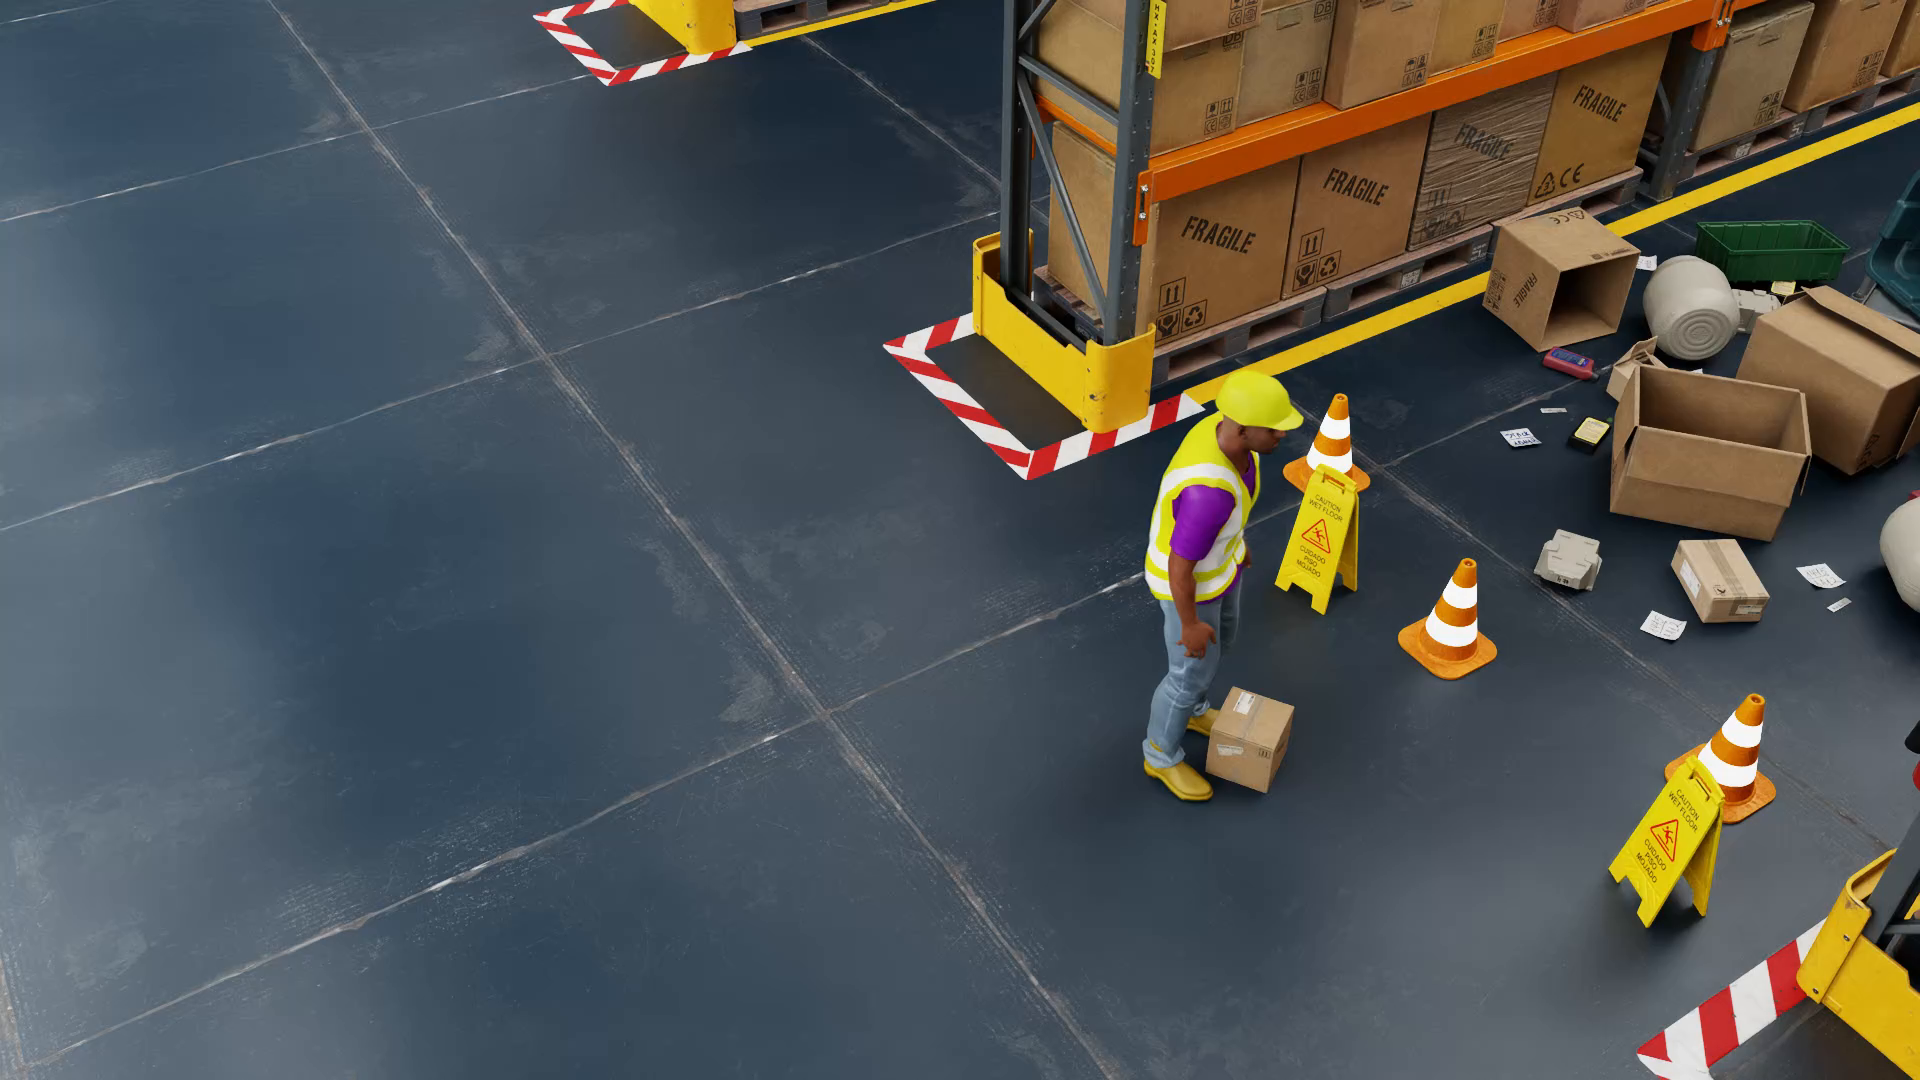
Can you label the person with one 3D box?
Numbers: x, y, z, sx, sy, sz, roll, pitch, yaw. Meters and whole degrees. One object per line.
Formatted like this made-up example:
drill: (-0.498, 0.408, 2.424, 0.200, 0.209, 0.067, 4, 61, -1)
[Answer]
person: (0.906, 0.130, 5.991, 0.455, 1.760, 0.635, 17, 43, 18)
